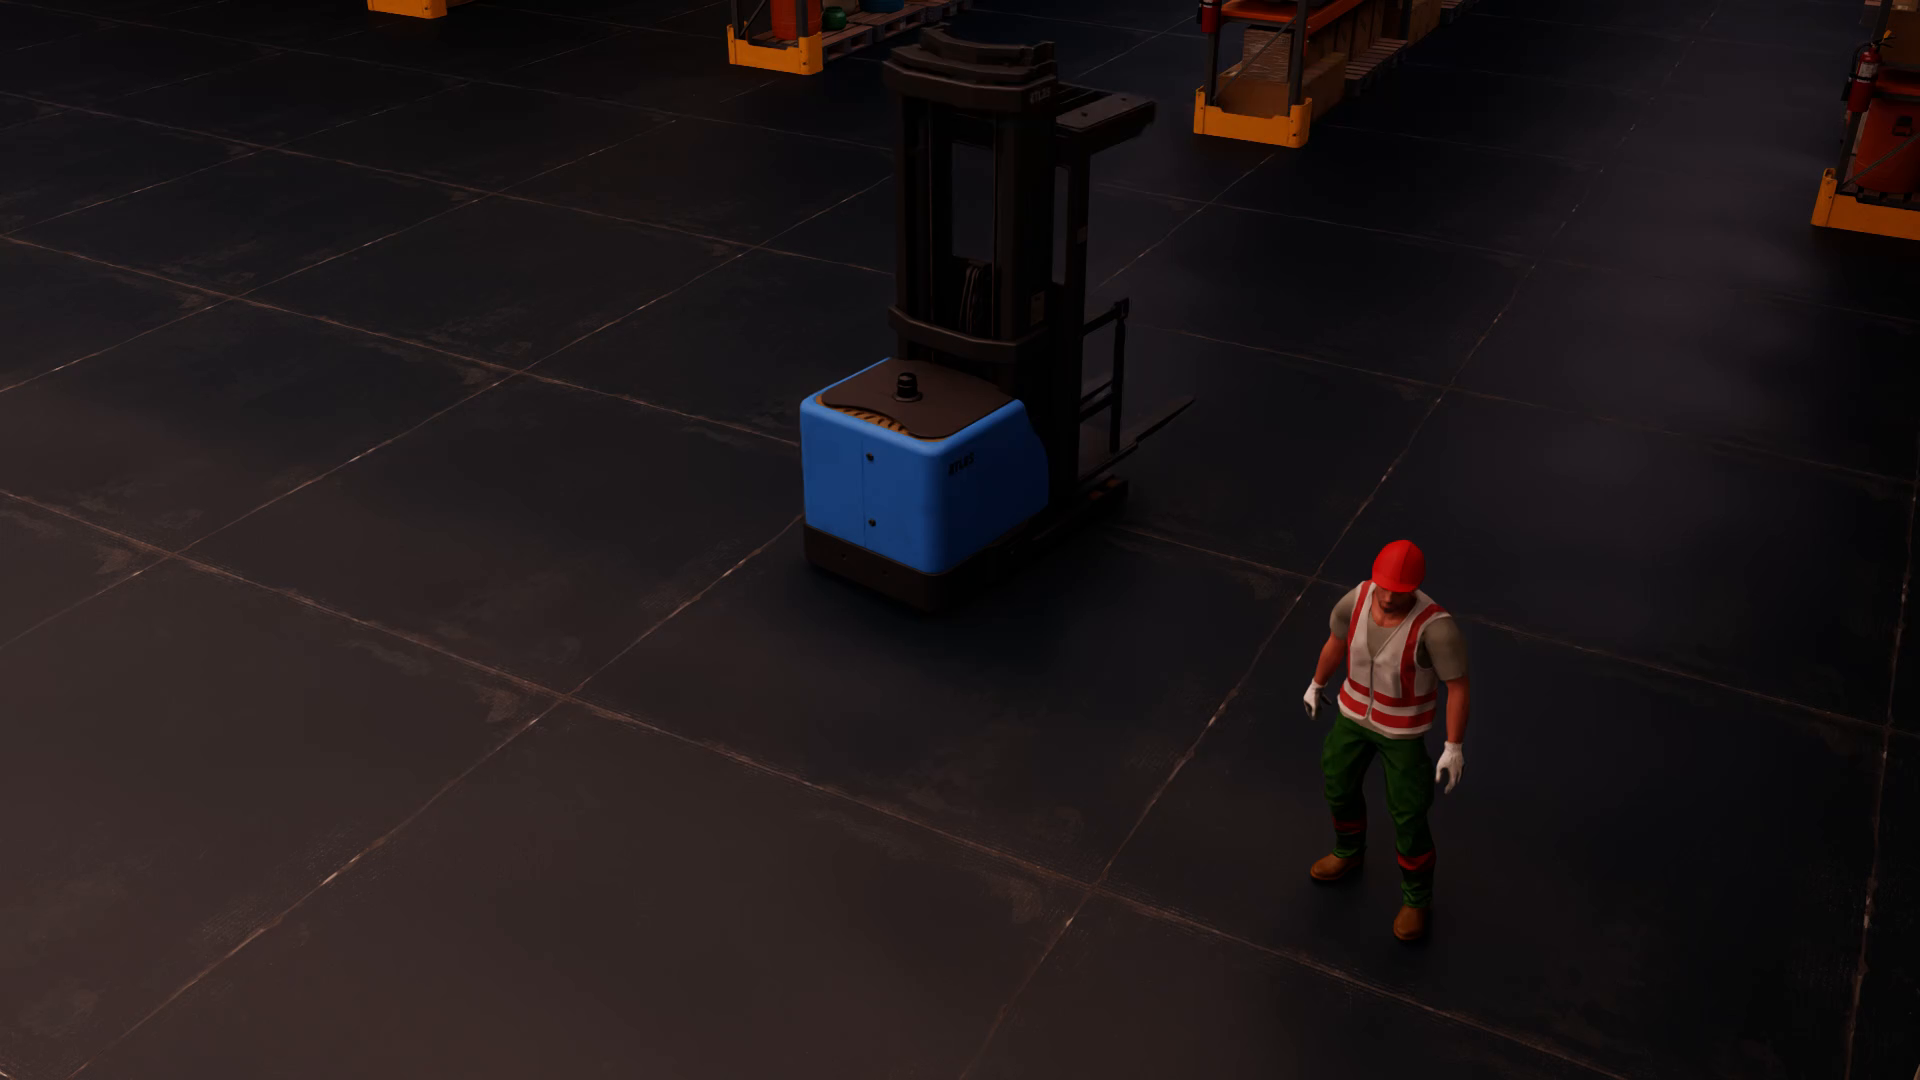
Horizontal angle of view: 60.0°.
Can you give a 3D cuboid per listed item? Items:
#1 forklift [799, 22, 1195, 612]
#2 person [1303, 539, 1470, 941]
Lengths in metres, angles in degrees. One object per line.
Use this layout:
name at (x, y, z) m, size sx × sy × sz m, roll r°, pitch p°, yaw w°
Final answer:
forklift at (0.394, -1.544, 9.747) m, size 1.130 × 2.935 × 3.031 m, roll 21°, pitch 36°, yaw 32°
person at (1.756, 0.765, 6.919) m, size 0.794 × 1.760 × 0.411 m, roll 24°, pitch 38°, yaw 35°
